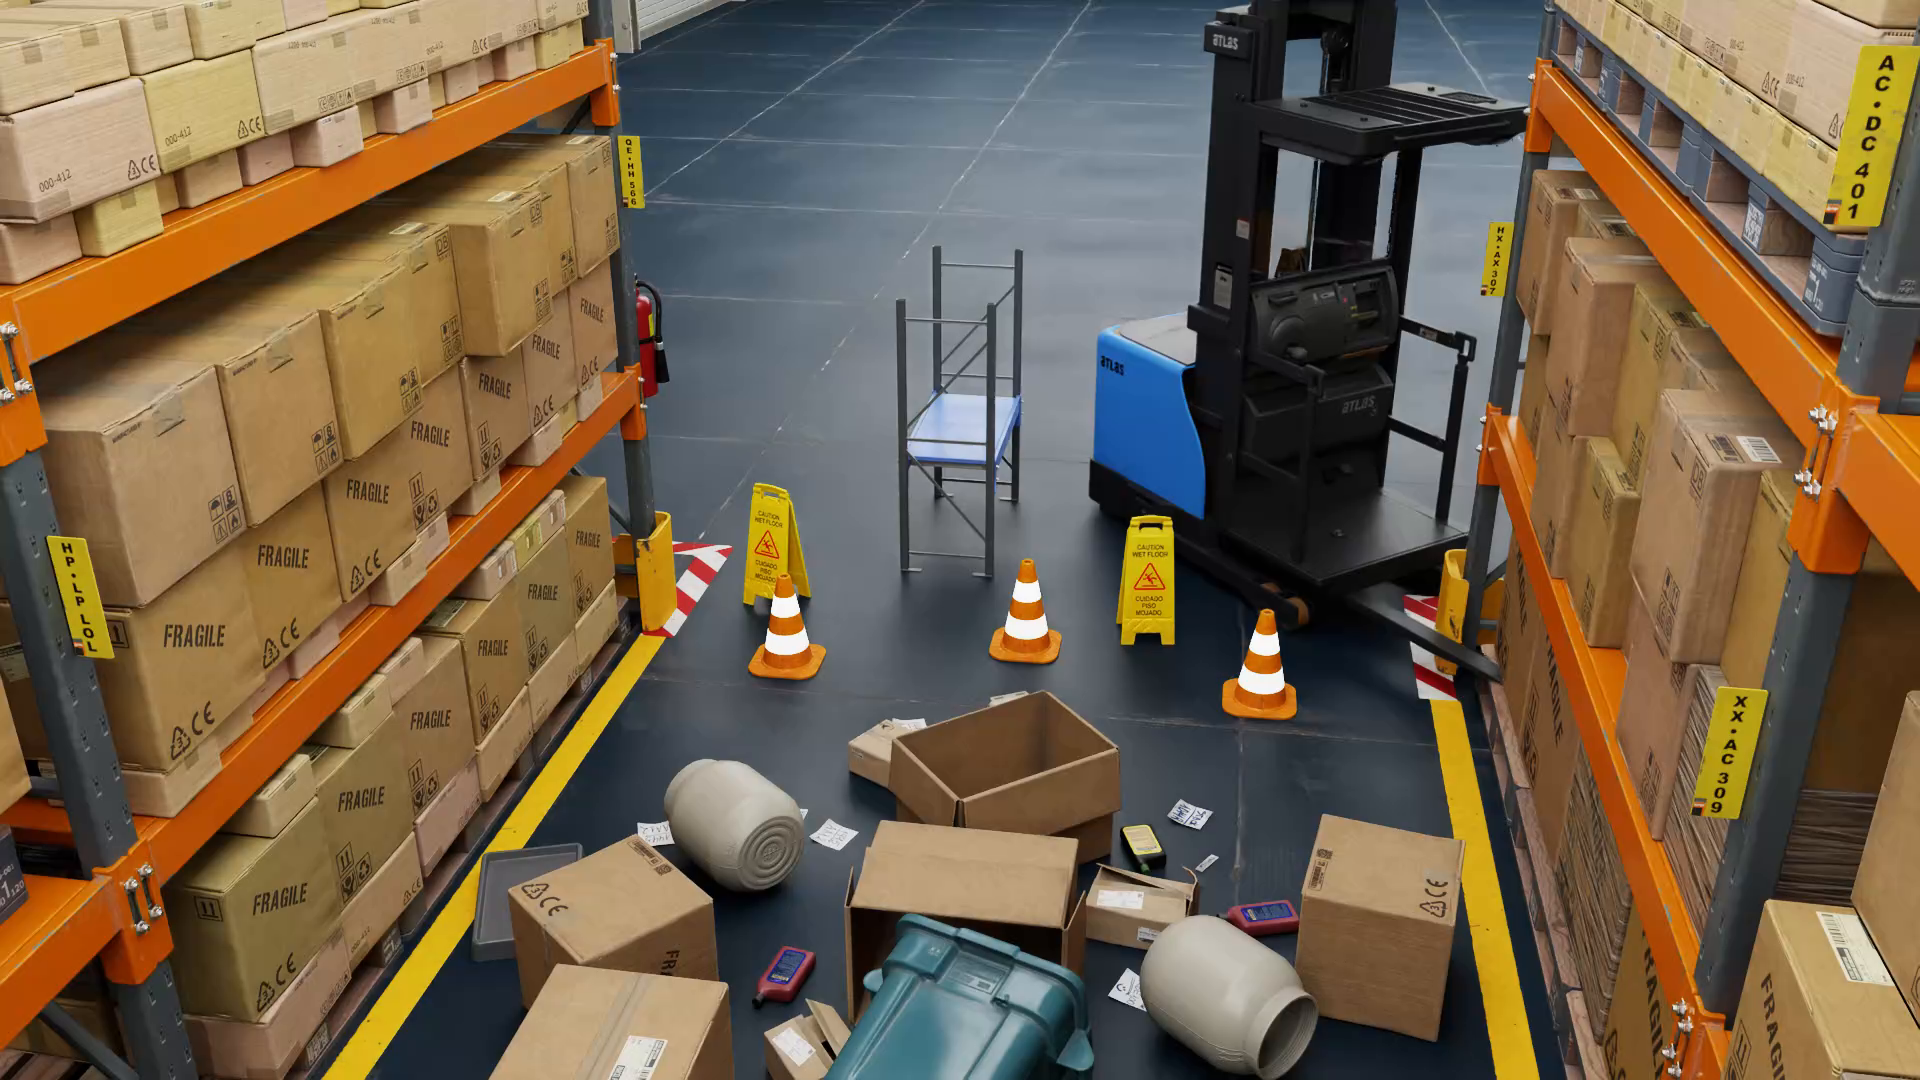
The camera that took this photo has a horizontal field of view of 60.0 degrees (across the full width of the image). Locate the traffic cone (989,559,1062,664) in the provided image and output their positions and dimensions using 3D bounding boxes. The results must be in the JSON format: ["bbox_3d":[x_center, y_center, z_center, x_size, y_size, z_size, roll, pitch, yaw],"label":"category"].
[{"bbox_3d":[0.321,0.309,8.044,0.336,0.463,0.334,4,25,9],"label":"traffic cone"}]

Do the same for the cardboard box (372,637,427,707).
[{"bbox_3d":[-2.120,0.447,5.856,0.380,0.149,0.250,5,26,12],"label":"cardboard box"}]

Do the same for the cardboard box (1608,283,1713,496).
[{"bbox_3d":[2.586,-0.456,5.235,0.875,0.550,0.500,4,25,9],"label":"cardboard box"}]

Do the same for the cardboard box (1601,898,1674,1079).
[{"bbox_3d":[2.386,1.444,4.638,0.875,0.875,0.875,4,25,9],"label":"cardboard box"}]

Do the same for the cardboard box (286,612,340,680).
[{"bbox_3d":[-2.240,0.310,5.346,0.380,0.149,0.250,5,26,10],"label":"cardboard box"}]

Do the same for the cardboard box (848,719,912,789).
[{"bbox_3d":[-0.253,0.935,7.077,0.380,0.149,0.250,19,31,35],"label":"cardboard box"}]

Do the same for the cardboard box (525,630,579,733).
[{"bbox_3d":[-1.991,0.584,7.212,0.500,0.250,0.500,4,25,9],"label":"cardboard box"}]

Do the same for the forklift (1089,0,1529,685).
[{"bbox_3d":[1.940,-1.100,8.143,1.130,2.935,3.031,-14,29,-28],"label":"forklift"}]

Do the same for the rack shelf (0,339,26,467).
[{"bbox_3d":[-3.013,0.433,2.097,1.077,0.370,4.000,4,25,9],"label":"rack shelf"}]

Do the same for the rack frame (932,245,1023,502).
[{"bbox_3d":[0.097,-0.928,9.462,0.500,1.500,0.032,4,25,9],"label":"rack frame"}]

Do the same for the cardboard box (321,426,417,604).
[{"bbox_3d":[-2.185,-0.136,5.534,0.500,0.500,0.500,4,25,8],"label":"cardboard box"}]

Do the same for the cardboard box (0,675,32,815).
[{"bbox_3d":[-2.535,0.468,3.748,0.500,0.500,0.500,4,25,8],"label":"cardboard box"}]

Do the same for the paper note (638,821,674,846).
[{"bbox_3d":[-1.225,1.178,6.696,0.142,0.019,0.148,-5,25,-10],"label":"paper note"}]

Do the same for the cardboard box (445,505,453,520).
[{"bbox_3d":[-2.151,-0.121,6.266,0.380,0.149,0.250,4,25,9],"label":"cardboard box"}]

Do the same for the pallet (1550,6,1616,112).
[{"bbox_3d":[2.757,-1.751,6.018,1.003,0.211,1.213,4,25,9],"label":"pallet"}]

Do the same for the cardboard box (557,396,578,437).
[{"bbox_3d":[-1.877,-0.539,7.161,0.380,0.149,0.250,4,25,8],"label":"cardboard box"}]

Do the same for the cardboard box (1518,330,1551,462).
[{"bbox_3d":[2.852,-0.653,6.929,0.875,0.550,0.550,4,25,9],"label":"cardboard box"}]

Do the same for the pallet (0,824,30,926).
[{"bbox_3d":[-2.954,1.026,3.747,1.003,0.211,1.213,4,25,9],"label":"pallet"}]

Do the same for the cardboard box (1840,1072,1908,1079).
[{"bbox_3d":[1.781,1.297,2.823,0.500,0.500,0.500,4,25,9],"label":"cardboard box"}]

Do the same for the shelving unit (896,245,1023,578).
[{"bbox_3d":[0.014,-0.715,9.008,0.538,1.500,1.048,4,25,9],"label":"shelving unit"}]

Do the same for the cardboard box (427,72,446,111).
[{"bbox_3d":[-2.051,-1.586,5.859,0.380,0.149,0.250,3,25,7],"label":"cardboard box"}]

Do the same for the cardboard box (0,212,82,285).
[{"bbox_3d":[-2.390,-0.730,4.030,0.380,0.149,0.250,4,25,8],"label":"cardboard box"}]

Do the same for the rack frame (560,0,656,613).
[{"bbox_3d":[-2.032,-1.044,7.942,1.000,3.000,0.127,4,25,9],"label":"rack frame"}]

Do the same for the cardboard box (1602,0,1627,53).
[{"bbox_3d":[2.331,-1.680,5.445,0.380,0.149,0.250,4,25,9],"label":"cardboard box"}]

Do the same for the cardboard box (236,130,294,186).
[{"bbox_3d":[-2.229,-1.159,4.946,0.380,0.149,0.250,3,25,7],"label":"cardboard box"}]

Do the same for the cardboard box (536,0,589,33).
[{"bbox_3d":[-1.850,-2.237,6.778,0.500,0.250,0.500,4,25,8],"label":"cardboard box"}]

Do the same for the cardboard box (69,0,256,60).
[{"bbox_3d":[-2.177,-1.415,4.551,0.380,0.149,0.250,4,25,8],"label":"cardboard box"}]

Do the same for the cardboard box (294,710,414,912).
[{"bbox_3d":[-2.247,0.892,5.670,0.500,0.500,0.500,5,26,11],"label":"cardboard box"}]

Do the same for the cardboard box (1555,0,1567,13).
[{"bbox_3d":[2.496,-2.102,6.348,0.380,0.149,0.250,4,25,9],"label":"cardboard box"}]

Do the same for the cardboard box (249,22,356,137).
[{"bbox_3d":[-2.174,-1.386,4.961,0.500,0.250,0.500,4,25,9],"label":"cardboard box"}]

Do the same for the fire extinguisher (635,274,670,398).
[{"bbox_3d":[-1.559,-1.025,7.992,0.296,0.674,0.183,4,25,9],"label":"fire extinguisher"}]

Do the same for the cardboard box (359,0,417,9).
[{"bbox_3d":[-2.013,-1.844,5.469,0.380,0.149,0.250,5,25,10],"label":"cardboard box"}]

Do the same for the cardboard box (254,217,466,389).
[{"bbox_3d":[-2.191,-0.817,5.810,0.700,0.500,0.500,4,25,8],"label":"cardboard box"}]

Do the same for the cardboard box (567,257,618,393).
[{"bbox_3d":[-1.849,-0.978,7.332,0.500,0.500,0.500,4,25,8],"label":"cardboard box"}]

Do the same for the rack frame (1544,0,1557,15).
[{"bbox_3d":[2.868,-3.460,6.028,1.000,3.000,0.127,4,25,9],"label":"rack frame"}]

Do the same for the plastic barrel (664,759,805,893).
[{"bbox_3d":[-0.876,1.092,6.418,0.421,0.421,0.512,-20,32,-36],"label":"plastic barrel"}]

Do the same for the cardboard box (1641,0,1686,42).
[{"bbox_3d":[2.290,-1.587,4.776,0.500,0.250,0.500,4,25,8],"label":"cardboard box"}]

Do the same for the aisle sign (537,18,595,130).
[{"bbox_3d":[-1.736,-2.227,7.403,0.394,0.787,0.004,4,25,9],"label":"aisle sign"}]

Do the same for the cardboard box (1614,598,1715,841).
[{"bbox_3d":[2.330,0.475,4.520,0.875,0.550,0.550,4,25,9],"label":"cardboard box"}]

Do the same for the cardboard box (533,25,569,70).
[{"bbox_3d":[-1.823,-2.014,6.772,0.380,0.149,0.250,4,25,9],"label":"cardboard box"}]

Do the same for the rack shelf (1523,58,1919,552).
[{"bbox_3d":[2.541,-0.939,5.029,1.077,0.370,4.000,4,25,9],"label":"rack shelf"}]

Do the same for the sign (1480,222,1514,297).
[{"bbox_3d":[2.321,-1.212,7.187,0.100,0.325,0.005,4,25,9],"label":"sign"}]

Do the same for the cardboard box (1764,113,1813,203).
[{"bbox_3d":[1.999,-0.830,3.630,0.380,0.149,0.250,4,25,9],"label":"cardboard box"}]

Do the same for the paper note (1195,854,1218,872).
[{"bbox_3d":[0.969,1.269,6.528,0.032,0.001,0.123,19,31,35],"label":"paper note"}]

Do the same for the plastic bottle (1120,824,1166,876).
[{"bbox_3d":[0.732,1.226,6.559,0.133,0.061,0.283,-5,25,-10],"label":"plastic bottle"}]

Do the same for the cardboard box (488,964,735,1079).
[{"bbox_3d":[-0.925,1.529,4.501,0.500,0.500,0.500,4,25,9],"label":"cardboard box"}]

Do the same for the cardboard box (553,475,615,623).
[{"bbox_3d":[-1.906,0.025,7.522,0.500,0.500,0.500,4,25,9],"label":"cardboard box"}]

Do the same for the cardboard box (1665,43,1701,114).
[{"bbox_3d":[2.165,-1.258,4.544,0.380,0.149,0.250,4,25,8],"label":"cardboard box"}]

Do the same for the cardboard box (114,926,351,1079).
[{"bbox_3d":[-2.323,1.456,5.349,0.500,0.250,0.500,3,25,6],"label":"cardboard box"}]
